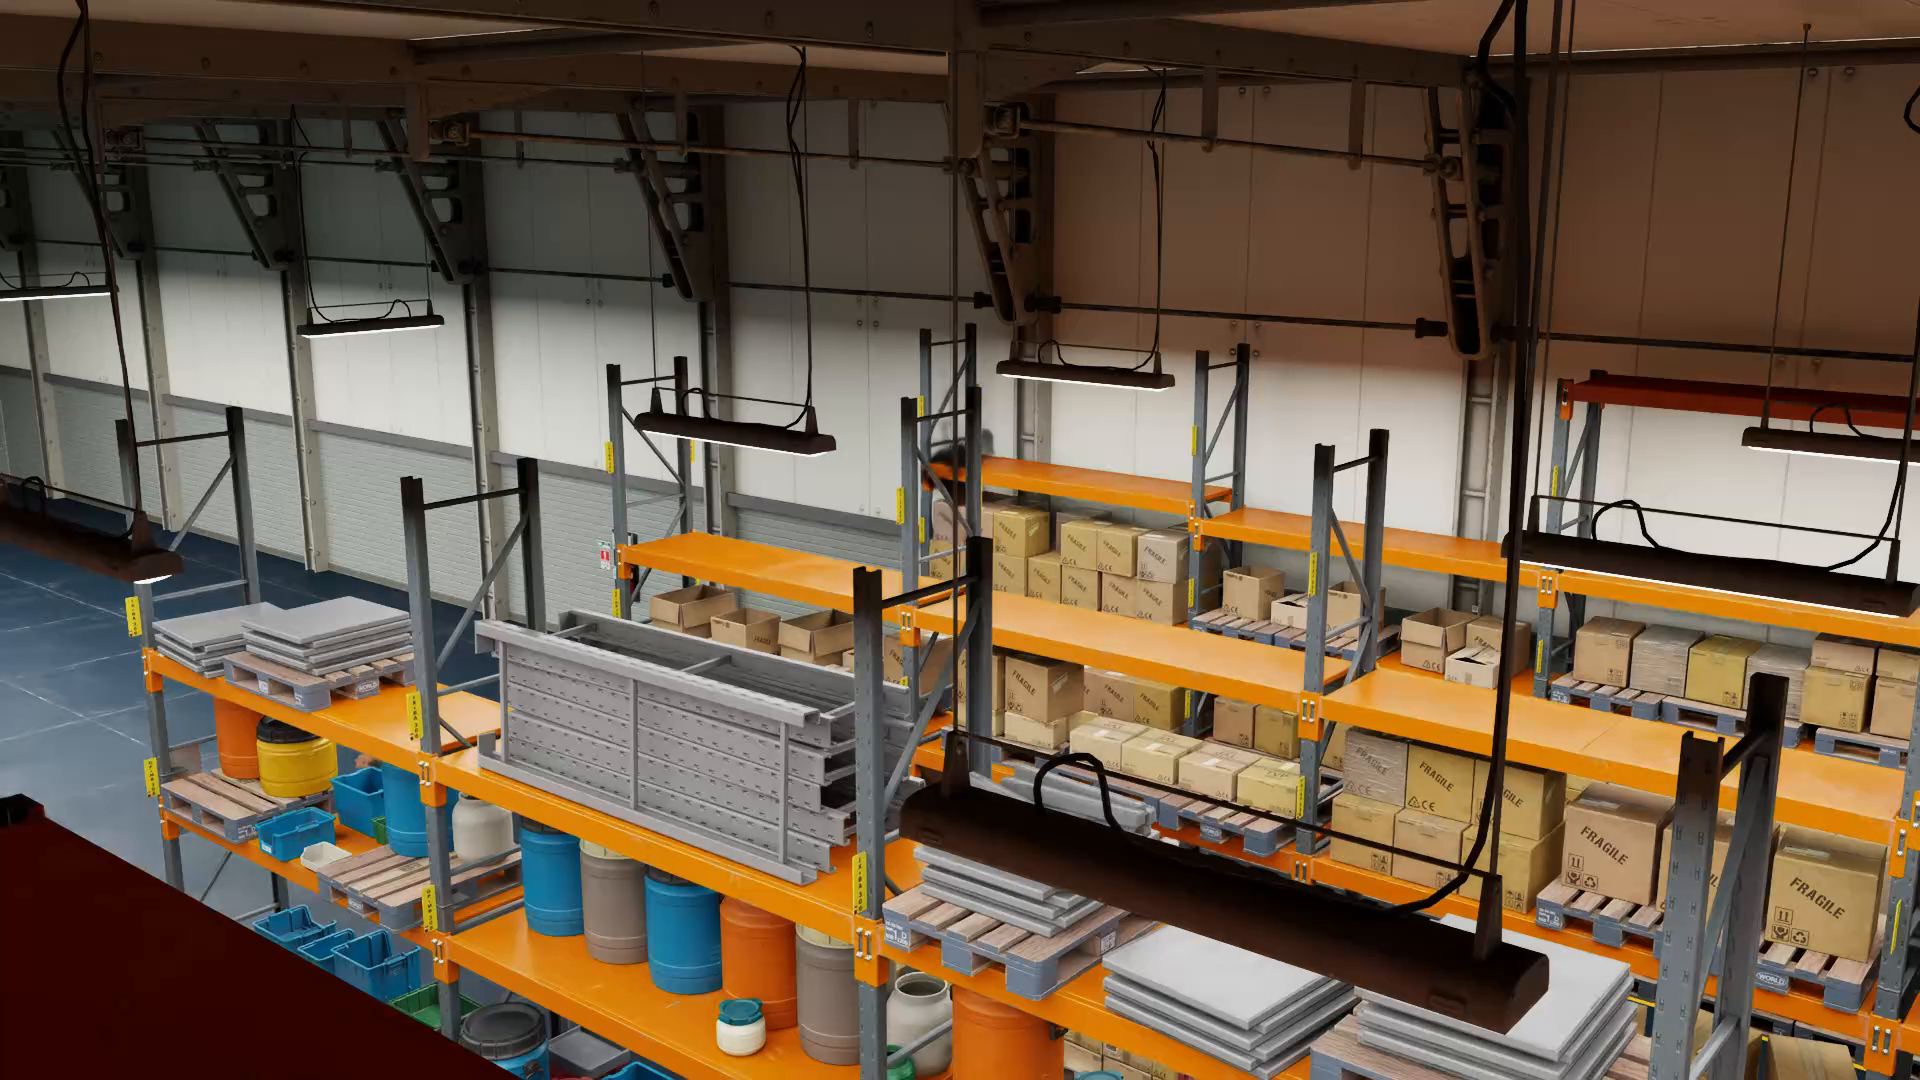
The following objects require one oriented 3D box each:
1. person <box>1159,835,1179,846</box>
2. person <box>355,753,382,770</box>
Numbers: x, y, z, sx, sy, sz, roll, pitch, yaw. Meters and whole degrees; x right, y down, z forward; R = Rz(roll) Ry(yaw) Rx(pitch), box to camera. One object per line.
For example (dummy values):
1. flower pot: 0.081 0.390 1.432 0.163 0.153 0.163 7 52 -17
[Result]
1. person: 2.003 3.563 16.768 0.661 1.695 0.586 7 14 28
2. person: -6.493 3.207 18.414 0.739 1.692 0.627 -5 14 -23
